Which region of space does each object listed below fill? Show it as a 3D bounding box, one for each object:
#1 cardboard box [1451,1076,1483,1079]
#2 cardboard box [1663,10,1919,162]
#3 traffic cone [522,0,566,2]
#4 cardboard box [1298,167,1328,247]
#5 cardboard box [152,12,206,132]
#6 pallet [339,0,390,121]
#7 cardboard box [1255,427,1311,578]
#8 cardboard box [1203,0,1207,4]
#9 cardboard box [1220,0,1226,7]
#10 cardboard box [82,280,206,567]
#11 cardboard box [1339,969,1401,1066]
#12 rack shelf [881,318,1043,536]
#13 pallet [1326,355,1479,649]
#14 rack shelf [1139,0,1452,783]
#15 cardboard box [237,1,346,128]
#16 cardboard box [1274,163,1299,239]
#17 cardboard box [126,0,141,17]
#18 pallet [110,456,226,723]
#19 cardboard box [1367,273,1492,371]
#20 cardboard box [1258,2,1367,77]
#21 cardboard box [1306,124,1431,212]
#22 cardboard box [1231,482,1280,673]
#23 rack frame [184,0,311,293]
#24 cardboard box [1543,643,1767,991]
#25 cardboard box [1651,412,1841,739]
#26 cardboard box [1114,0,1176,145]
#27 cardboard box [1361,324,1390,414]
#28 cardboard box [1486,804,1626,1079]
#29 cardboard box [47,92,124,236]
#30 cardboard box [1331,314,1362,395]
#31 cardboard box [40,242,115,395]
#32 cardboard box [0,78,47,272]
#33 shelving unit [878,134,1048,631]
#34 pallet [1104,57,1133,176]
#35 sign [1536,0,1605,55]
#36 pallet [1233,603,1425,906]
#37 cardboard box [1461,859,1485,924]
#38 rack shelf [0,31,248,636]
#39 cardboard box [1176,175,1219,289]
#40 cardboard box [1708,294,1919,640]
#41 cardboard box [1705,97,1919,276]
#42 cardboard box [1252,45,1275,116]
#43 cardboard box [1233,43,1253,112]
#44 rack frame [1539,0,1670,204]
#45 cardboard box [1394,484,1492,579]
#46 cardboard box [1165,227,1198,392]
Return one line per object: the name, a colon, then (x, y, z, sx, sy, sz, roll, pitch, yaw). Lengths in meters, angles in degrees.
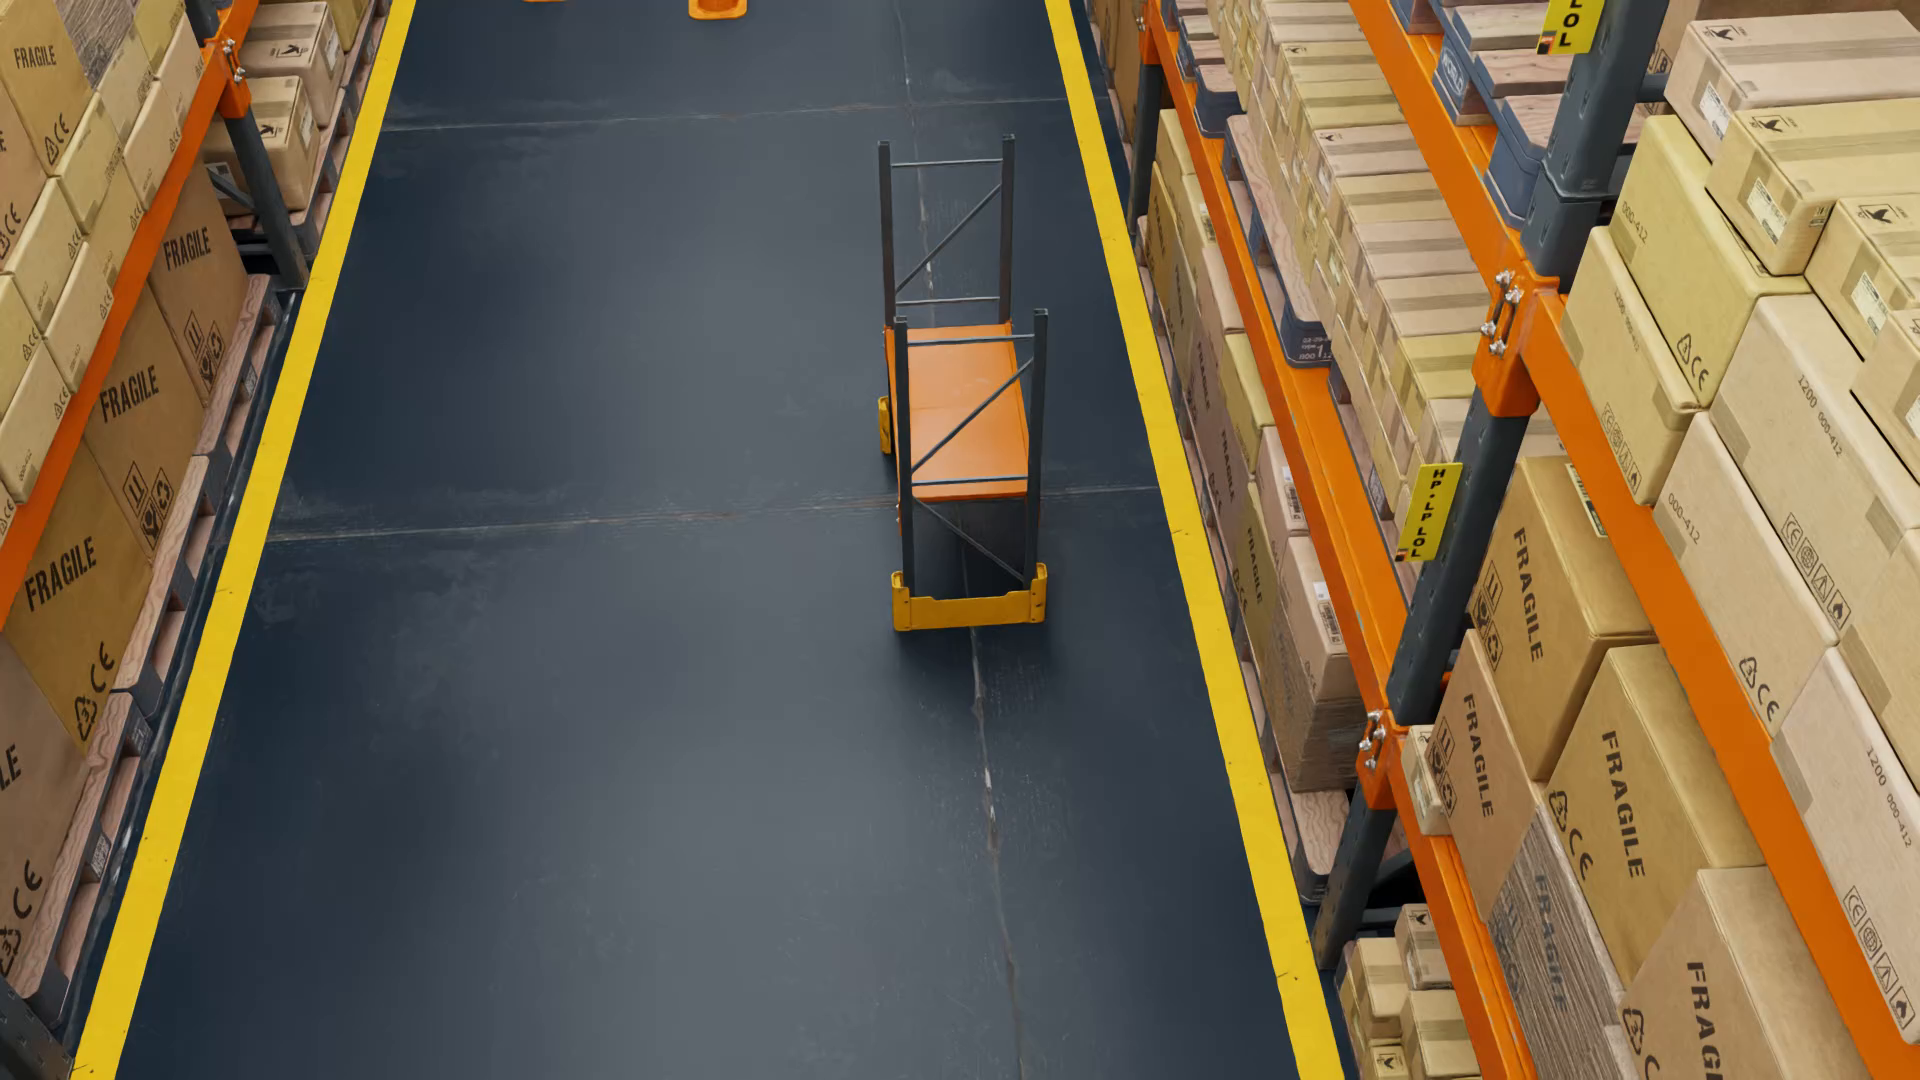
cardboard box: (1.519, 1.576, 4.456, 0.380, 0.149, 0.250, -4, 47, -4)
cardboard box: (1.445, -0.764, 2.826, 0.380, 0.149, 0.250, -4, 47, -4)
traffic cone: (-2.433, -3.430, 9.680, 0.336, 0.463, 0.334, -3, 47, -3)
cardboard box: (1.318, -1.090, 5.395, 0.380, 0.149, 0.250, -3, 47, -3)
cardboard box: (-3.296, -1.819, 6.510, 0.500, 0.250, 0.500, -5, 47, -5)
pallet: (-3.760, -2.708, 9.169, 1.003, 0.211, 1.213, -3, 47, -3)
cardboard box: (1.318, -0.139, 5.732, 0.500, 0.250, 0.500, -1, 47, -1)
cardboard box: (1.164, -2.316, 6.762, 0.380, 0.149, 0.250, -4, 47, -4)
cardboard box: (1.193, -2.197, 6.443, 0.380, 0.149, 0.250, -1, 47, -1)
cardboard box: (-3.551, -0.484, 6.316, 0.875, 0.875, 0.875, -3, 47, -3)
cardboard box: (1.373, 1.419, 5.015, 0.380, 0.149, 0.250, -5, 47, -5)
rack shelf: (-0.007, -0.454, 6.395, 0.538, 0.185, 1.000, -3, 47, -3)
pallet: (1.743, -0.196, 5.002, 1.003, 0.211, 1.213, -3, 47, -3)
rack shelf: (1.495, -0.900, 6.032, 1.077, 0.370, 4.000, -3, 47, -3)
cardboard box: (-3.704, -2.404, 8.481, 0.950, 0.372, 0.625, -4, 47, -4)
cardboard box: (1.297, -1.169, 5.675, 0.380, 0.149, 0.250, -5, 47, -5)
cardboard box: (-3.293, -2.240, 6.048, 0.500, 0.500, 0.500, -5, 47, -4)
pallet: (-3.507, 0.194, 6.421, 1.003, 0.211, 1.213, -3, 47, -3)
cardboard box: (1.391, -0.623, 4.748, 0.380, 0.149, 0.250, -5, 47, -5)
cardboard box: (1.260, -1.751, 5.817, 0.380, 0.149, 0.250, -2, 47, -1)
cardboard box: (1.326, -1.184, 5.280, 0.380, 0.149, 0.250, -5, 47, -5)
cardboard box: (1.307, 0.124, 5.999, 0.500, 0.500, 0.500, -4, 47, -4)
rack frame: (-3.597, -2.220, 6.787, 1.000, 3.000, 0.127, -3, 47, -3)
cardboard box: (1.516, 0.535, 3.215, 0.500, 0.500, 0.500, -5, 47, -4)
cardboard box: (1.489, 0.033, 2.690, 0.500, 0.250, 0.500, -4, 47, -4)
cardboard box: (1.366, -2.411, 8.228, 1.050, 0.750, 0.750, -4, 47, -4)
cardboard box: (1.391, -0.507, 4.843, 0.380, 0.149, 0.250, -2, 47, -2)
cardboard box: (1.501, 0.894, 3.563, 0.500, 0.500, 0.500, -3, 47, -3)
cardboard box: (-3.193, -1.266, 5.642, 0.500, 0.250, 0.500, -5, 47, -4)
cardboard box: (1.370, -0.583, 5.120, 0.380, 0.149, 0.250, -6, 47, -5)
cardboard box: (-3.140, -0.717, 5.467, 0.500, 0.250, 0.500, -4, 47, -4)
cardboard box: (-3.172, -1.143, 5.009, 0.500, 0.500, 0.500, -4, 47, -4)
shelving unit: (-0.006, -0.571, 6.258, 0.587, 1.500, 1.083, -3, 47, -3)
pallet: (1.336, -2.210, 8.698, 1.003, 0.211, 1.213, -3, 47, -3)
sign: (1.109, -1.009, 2.946, 0.100, 0.325, 0.005, -3, 47, -3)
pallet: (1.596, 0.695, 5.946, 1.003, 0.211, 1.213, -3, 47, -3)
cardboard box: (1.456, 0.793, 4.106, 0.380, 0.149, 0.250, -2, 47, -2)
rack shelf: (-3.429, -0.526, 5.678, 1.077, 0.370, 4.000, -3, 47, -3)
cardboard box: (1.186, -1.257, 6.790, 0.500, 0.250, 0.500, -4, 47, -4)
cardboard box: (1.500, -0.128, 2.499, 0.500, 0.250, 0.500, -4, 47, -3)
cardboard box: (1.435, -0.565, 2.637, 0.380, 0.149, 0.250, -5, 47, -5)
cardboard box: (1.260, -1.641, 5.917, 0.380, 0.149, 0.250, -3, 47, -3)
cardboard box: (1.233, -1.732, 6.208, 0.380, 0.149, 0.250, -2, 47, -1)
rack frame: (1.662, -1.763, 2.222, 1.000, 3.000, 0.127, -3, 47, -3)
cardboard box: (1.432, -0.034, 4.600, 0.380, 0.149, 0.250, -4, 47, -4)
cardboard box: (1.178, -0.988, 7.052, 0.500, 0.500, 0.500, -3, 47, -3)
